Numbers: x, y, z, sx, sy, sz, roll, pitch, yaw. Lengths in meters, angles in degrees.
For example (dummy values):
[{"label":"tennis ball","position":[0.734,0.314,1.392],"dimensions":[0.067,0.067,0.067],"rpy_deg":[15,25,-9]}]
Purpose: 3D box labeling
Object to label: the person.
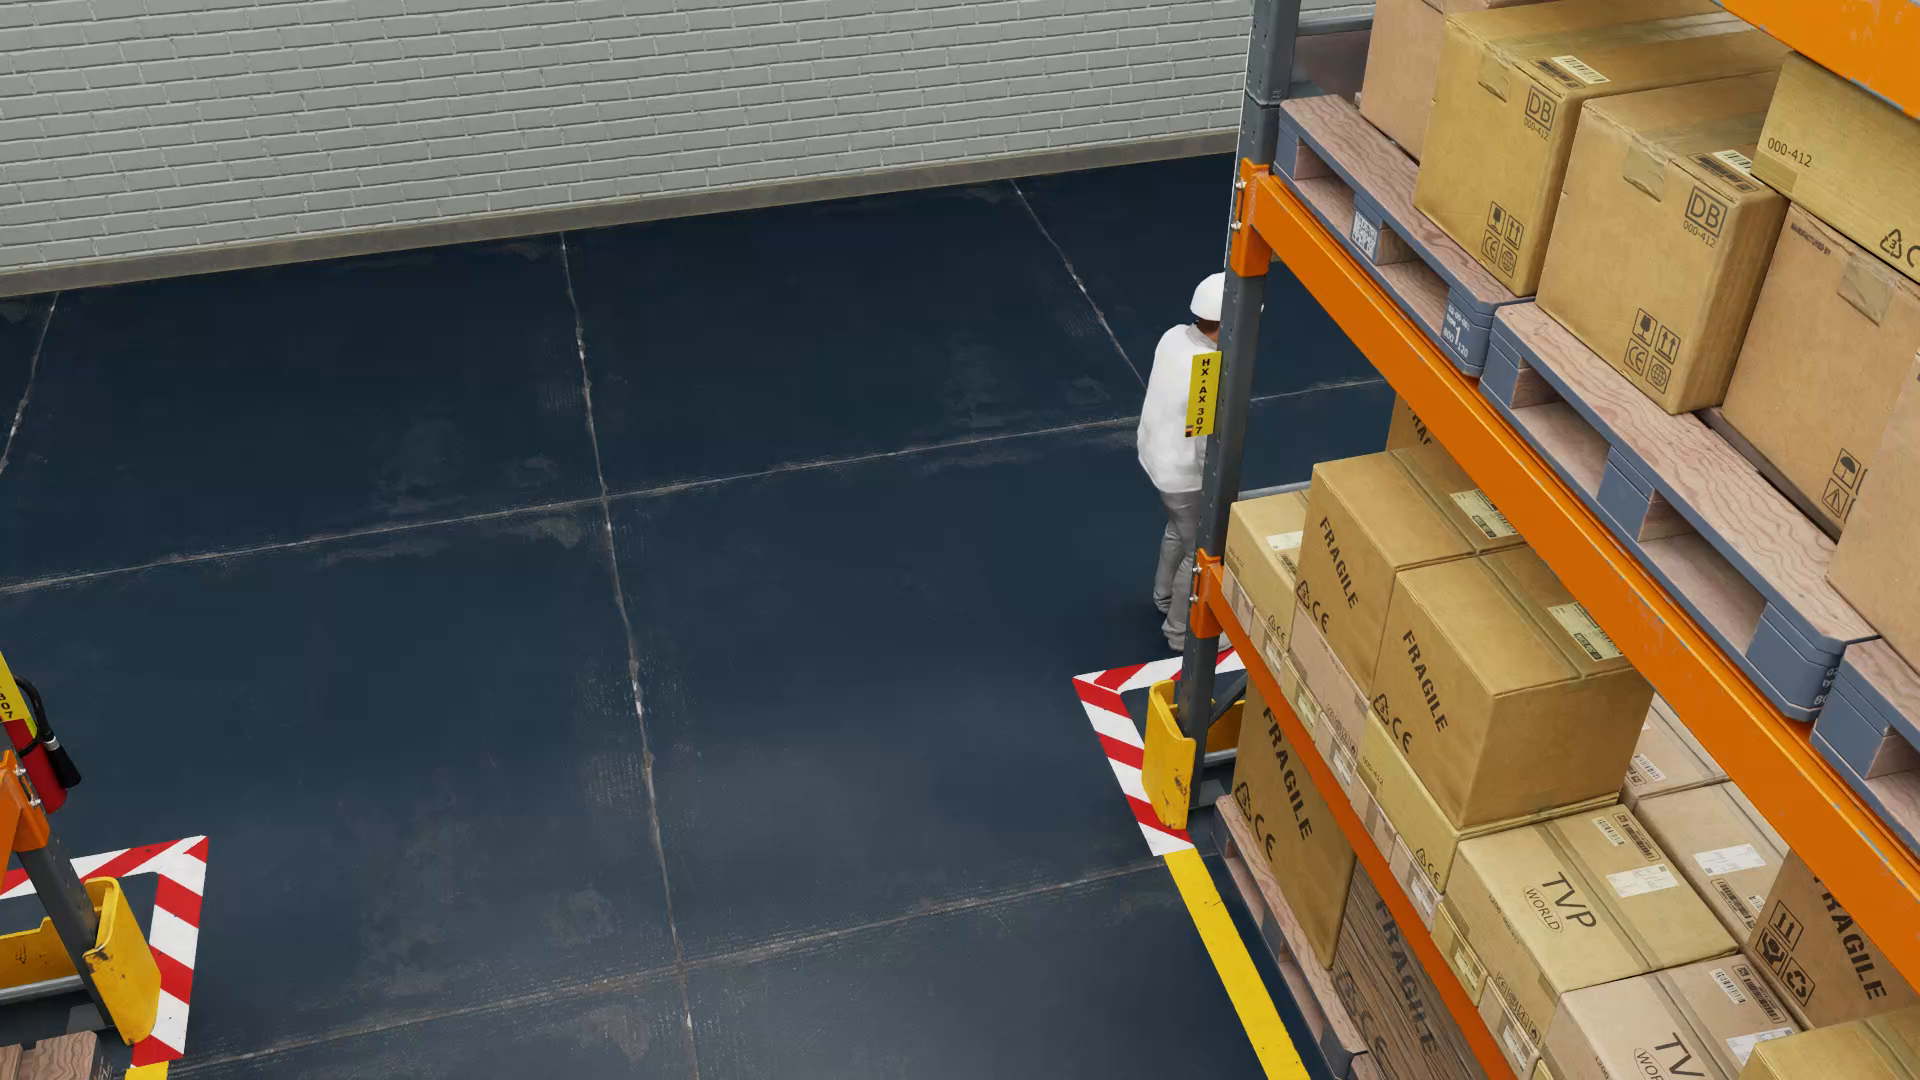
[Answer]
[{"label":"person","position":[0.998,-0.330,7.117],"dimensions":[0.466,1.770,0.580],"rpy_deg":[-9,39,-12]}]
